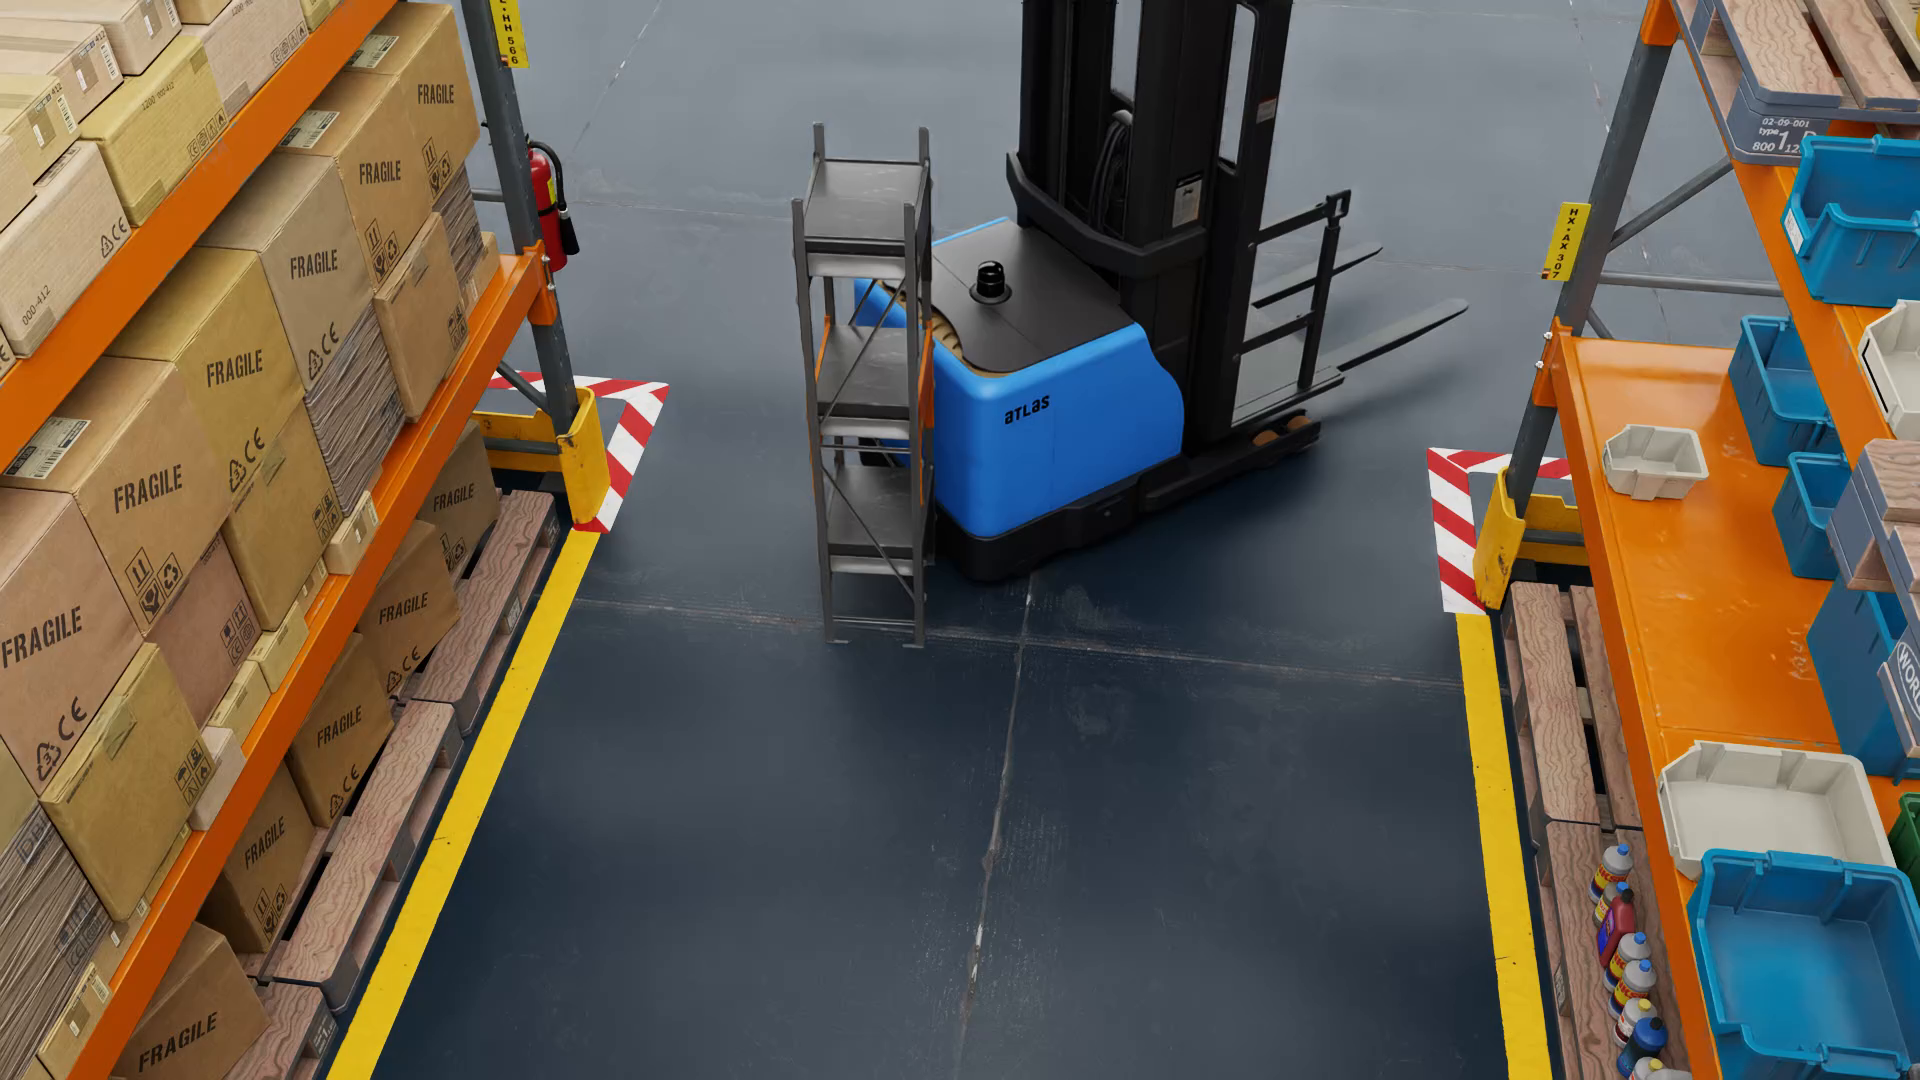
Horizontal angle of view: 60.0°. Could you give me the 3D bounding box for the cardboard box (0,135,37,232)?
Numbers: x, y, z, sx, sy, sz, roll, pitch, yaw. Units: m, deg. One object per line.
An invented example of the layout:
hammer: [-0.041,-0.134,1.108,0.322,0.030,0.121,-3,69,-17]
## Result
cardboard box: [-2.214,-0.738,3.507,0.380,0.149,0.250,4,44,5]

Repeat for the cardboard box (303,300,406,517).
cardboard box: [-2.325,-0.459,5.286,0.875,0.500,0.500,5,44,6]

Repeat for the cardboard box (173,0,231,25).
cardboard box: [-2.076,-1.452,4.261,0.380,0.149,0.250,3,44,3]

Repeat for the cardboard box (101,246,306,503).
cardboard box: [-2.200,-0.464,4.564,0.500,0.500,0.500,5,44,6]

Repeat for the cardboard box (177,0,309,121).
cardboard box: [-2.120,-1.370,4.465,0.500,0.250,0.500,6,44,6]

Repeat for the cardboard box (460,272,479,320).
cardboard box: [-2.036,-0.901,6.225,0.380,0.149,0.250,5,44,6]

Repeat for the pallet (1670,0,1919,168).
pallet: [2.534,-1.391,4.516,1.003,0.211,1.213,5,44,6]

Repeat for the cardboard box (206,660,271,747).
cardboard box: [-2.231,0.468,4.779,0.380,0.149,0.250,5,44,6]

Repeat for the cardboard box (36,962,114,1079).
cardboard box: [-2.326,1.153,4.055,0.380,0.149,0.250,5,44,6]

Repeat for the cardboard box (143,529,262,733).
cardboard box: [-2.510,0.217,4.572,0.875,0.500,0.500,5,44,6]

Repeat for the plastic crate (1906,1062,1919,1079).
plastic crate: [2.407,1.478,3.575,0.767,0.338,0.504,5,44,6]

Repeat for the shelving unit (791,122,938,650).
shelving unit: [-0.327,-0.498,6.271,0.431,2.100,0.503,3,44,3]

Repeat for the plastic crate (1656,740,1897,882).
plastic crate: [2.175,0.767,4.473,0.530,0.136,0.437,5,44,6]

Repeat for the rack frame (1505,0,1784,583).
rack frame: [2.740,-0.926,6.068,1.000,3.000,0.127,5,44,6]

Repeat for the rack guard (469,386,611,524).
rack guard: [-2.179,-0.416,7.348,1.175,0.500,0.348,5,44,6]

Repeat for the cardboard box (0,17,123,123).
cardboard box: [-2.214,-1.093,3.883,0.380,0.149,0.250,6,44,7]

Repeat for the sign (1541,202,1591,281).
sign: [2.195,-1.079,6.029,0.100,0.325,0.005,5,44,6]

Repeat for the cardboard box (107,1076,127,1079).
cardboard box: [-2.606,1.837,4.664,0.500,0.500,0.500,4,44,4]

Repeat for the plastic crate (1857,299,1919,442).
plastic crate: [2.023,-0.324,3.442,0.243,0.136,0.396,5,44,6]

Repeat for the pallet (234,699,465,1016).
pallet: [-2.486,1.068,5.991,1.003,0.211,1.213,5,44,6]

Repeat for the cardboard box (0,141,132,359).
cardboard box: [-2.244,-0.666,3.722,0.500,0.250,0.500,4,44,4]

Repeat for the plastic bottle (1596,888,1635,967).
plastic bottle: [2.144,1.261,5.414,0.061,0.283,0.133,6,44,6]

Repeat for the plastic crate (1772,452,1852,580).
plastic crate: [2.879,-0.061,5.263,0.499,0.251,0.408,5,44,6]

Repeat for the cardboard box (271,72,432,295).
cardboard box: [-2.057,-1.145,5.283,0.500,0.500,0.500,5,44,6]

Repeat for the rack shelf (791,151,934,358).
rack shelf: [-0.327,-0.996,5.799,0.431,0.518,0.480,3,44,3]

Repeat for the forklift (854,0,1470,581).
forklift: [1.058,-1.682,6.916,3.031,2.935,1.130,-24,49,-23]

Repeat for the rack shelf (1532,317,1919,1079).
rack shelf: [2.476,0.699,4.876,1.077,0.370,4.000,5,44,6]

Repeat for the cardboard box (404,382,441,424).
cardboard box: [-2.066,-0.557,5.862,0.380,0.149,0.250,5,44,6]

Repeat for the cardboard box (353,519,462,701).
cardboard box: [-2.314,0.214,6.377,0.500,0.500,0.500,16,46,16]

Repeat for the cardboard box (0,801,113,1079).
cardboard box: [-2.577,0.905,3.846,0.875,0.500,0.500,5,44,6]

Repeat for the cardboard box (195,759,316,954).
cardboard box: [-2.533,1.015,5.531,0.500,0.500,0.500,2,43,2]

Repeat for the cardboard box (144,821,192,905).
cardboard box: [-2.296,0.809,4.419,0.380,0.149,0.250,5,44,6]

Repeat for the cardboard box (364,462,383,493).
cardboard box: [-2.151,-0.218,5.504,0.380,0.149,0.250,5,44,6]

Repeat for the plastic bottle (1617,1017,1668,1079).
plastic bottle: [2.106,1.553,5.115,0.097,0.271,0.097,0,43,0]

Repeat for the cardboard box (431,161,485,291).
cardboard box: [-2.269,-1.148,6.014,0.875,0.500,0.500,5,44,6]

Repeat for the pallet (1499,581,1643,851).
pallet: [2.664,0.696,6.383,1.003,0.211,1.213,5,44,6]

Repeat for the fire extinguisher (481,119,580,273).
fire extinguisher: [-1.697,-1.384,6.608,0.296,0.674,0.183,5,44,6]

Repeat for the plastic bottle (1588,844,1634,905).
plastic bottle: [2.192,1.113,5.580,0.097,0.271,0.097,0,43,0]

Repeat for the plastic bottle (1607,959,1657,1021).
plastic bottle: [2.133,1.415,5.261,0.097,0.271,0.097,0,43,0]

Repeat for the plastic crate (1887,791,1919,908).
plastic crate: [2.671,0.978,4.212,0.450,0.188,0.662,5,44,6]

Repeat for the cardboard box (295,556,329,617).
cardboard box: [-2.198,0.124,5.142,0.380,0.149,0.250,5,44,6]

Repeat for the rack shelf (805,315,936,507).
rack shelf: [-0.327,-0.488,6.280,0.431,0.518,0.480,3,44,3]

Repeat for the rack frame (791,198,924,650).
rack frame: [-0.347,-0.331,6.094,0.400,2.100,0.015,3,44,3]

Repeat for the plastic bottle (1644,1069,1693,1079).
plastic bottle: [2.104,1.703,4.953,0.152,0.276,0.135,6,44,6]

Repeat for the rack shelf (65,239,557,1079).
rack shelf: [-2.434,0.249,5.351,1.077,0.370,4.000,5,44,6]

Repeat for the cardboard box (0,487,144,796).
cardboard box: [-2.322,0.218,3.844,0.500,0.500,0.500,5,44,6]
